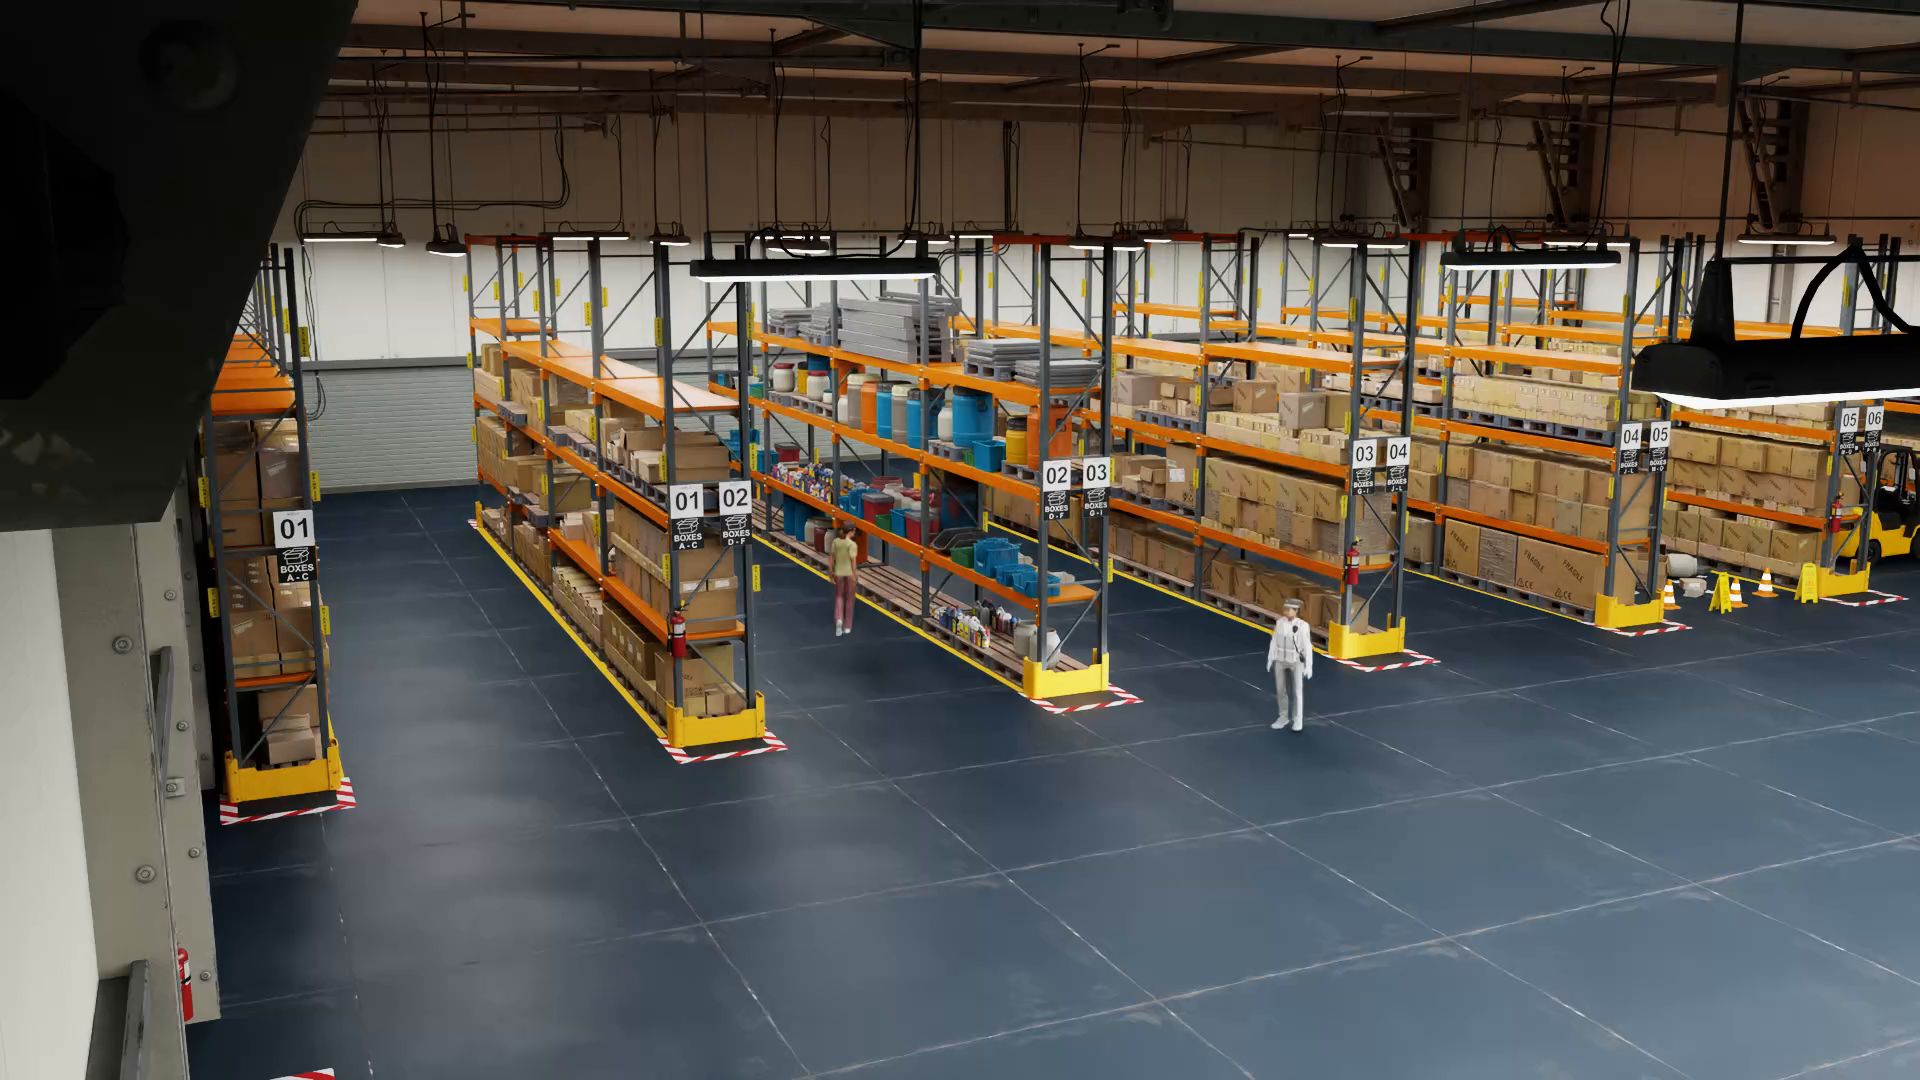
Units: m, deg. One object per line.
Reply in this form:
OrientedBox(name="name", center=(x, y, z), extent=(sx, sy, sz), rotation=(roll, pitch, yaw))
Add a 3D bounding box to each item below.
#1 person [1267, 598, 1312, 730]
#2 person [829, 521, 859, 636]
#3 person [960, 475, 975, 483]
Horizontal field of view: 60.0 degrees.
OrientedBox(name="person", center=(4.118, 1.556, 20.762), extent=(0.583, 1.723, 0.371), rotation=(7, 13, 32))
OrientedBox(name="person", center=(-1.704, 0.559, 24.336), extent=(0.452, 1.699, 0.489), rotation=(2, 11, 10))
OrientedBox(name="person", center=(0.194, -0.950, 33.299), extent=(0.352, 1.792, 0.641), rotation=(-8, 13, -35))
